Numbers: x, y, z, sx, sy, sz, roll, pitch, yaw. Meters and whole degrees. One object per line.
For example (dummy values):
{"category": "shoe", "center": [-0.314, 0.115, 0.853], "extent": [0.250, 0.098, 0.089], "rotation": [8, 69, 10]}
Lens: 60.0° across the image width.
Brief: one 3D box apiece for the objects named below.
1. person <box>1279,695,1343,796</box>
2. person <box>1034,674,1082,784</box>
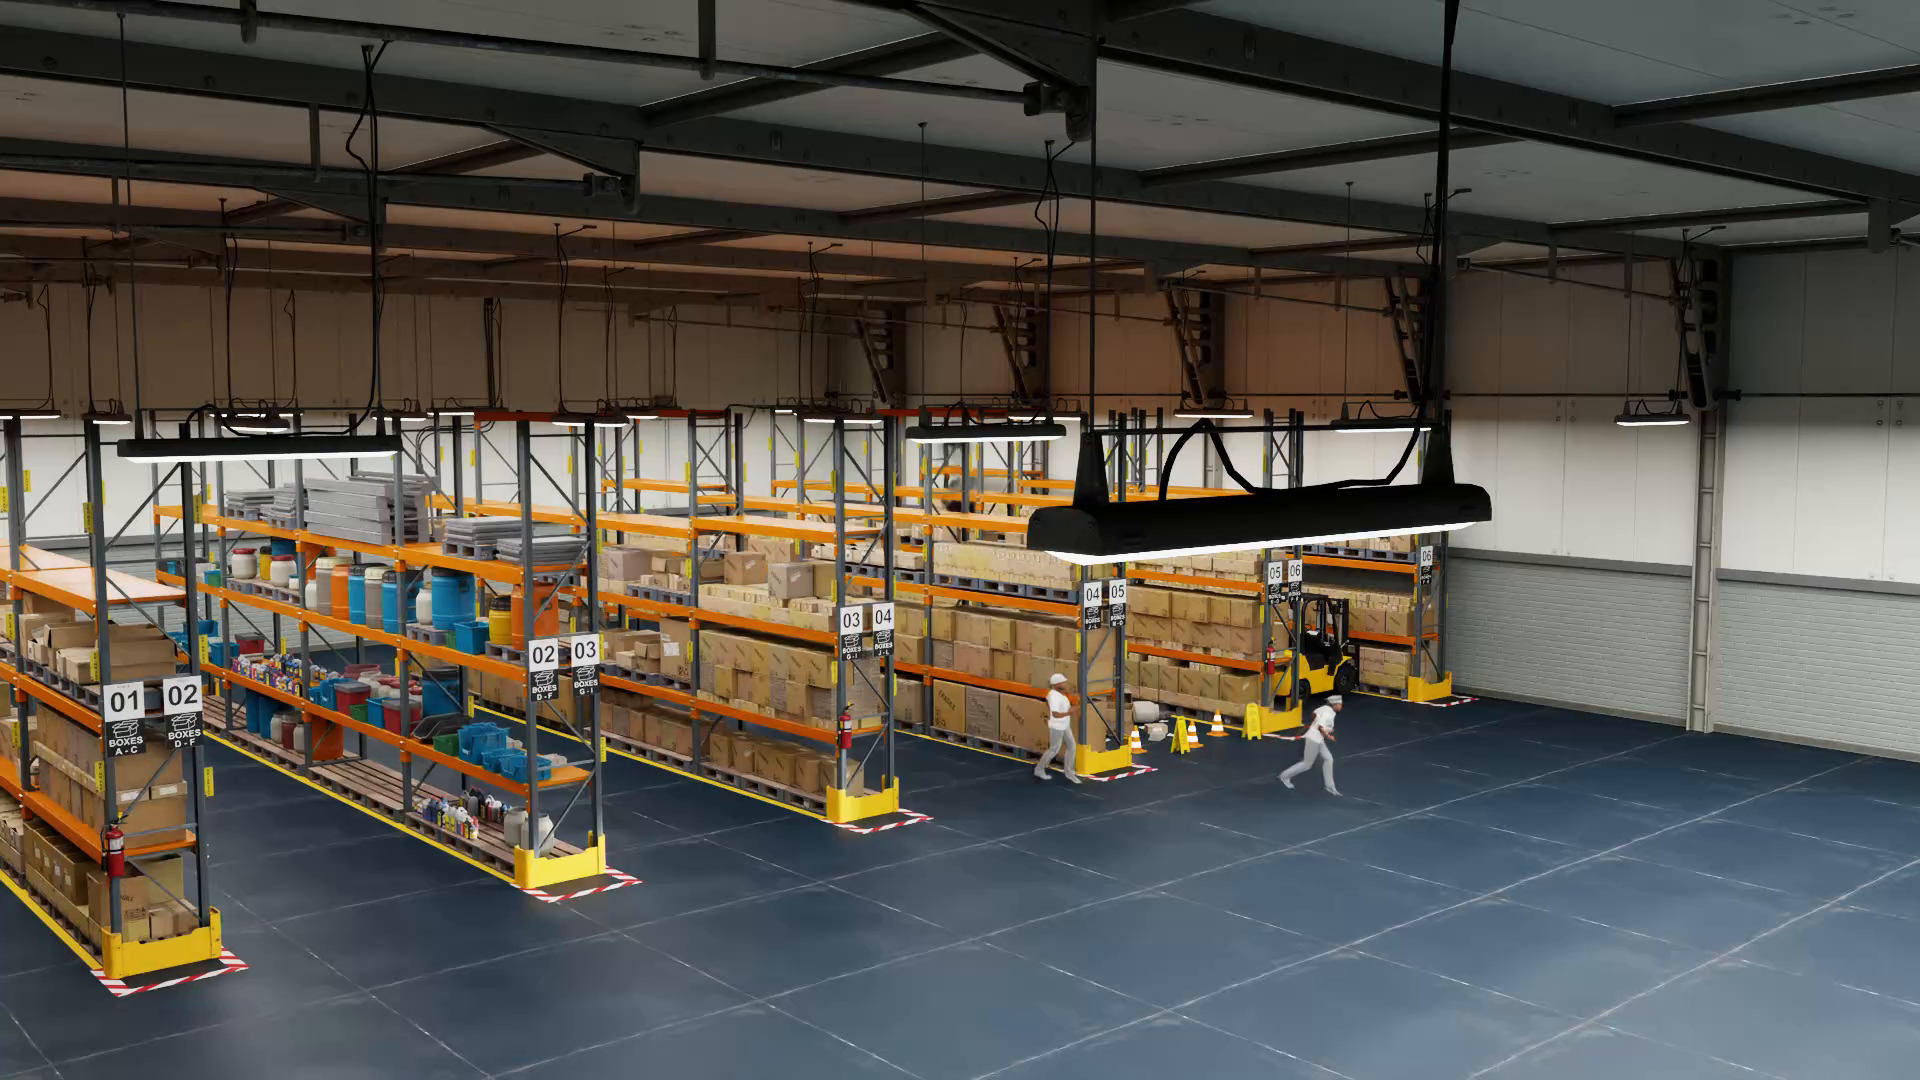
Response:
{"category": "person", "center": [5.559, 3.249, 26.354], "extent": [0.983, 1.627, 0.611], "rotation": [1, 5, 7]}
{"category": "person", "center": [1.587, 3.073, 26.998], "extent": [0.775, 1.819, 0.683], "rotation": [2, 5, 18]}
